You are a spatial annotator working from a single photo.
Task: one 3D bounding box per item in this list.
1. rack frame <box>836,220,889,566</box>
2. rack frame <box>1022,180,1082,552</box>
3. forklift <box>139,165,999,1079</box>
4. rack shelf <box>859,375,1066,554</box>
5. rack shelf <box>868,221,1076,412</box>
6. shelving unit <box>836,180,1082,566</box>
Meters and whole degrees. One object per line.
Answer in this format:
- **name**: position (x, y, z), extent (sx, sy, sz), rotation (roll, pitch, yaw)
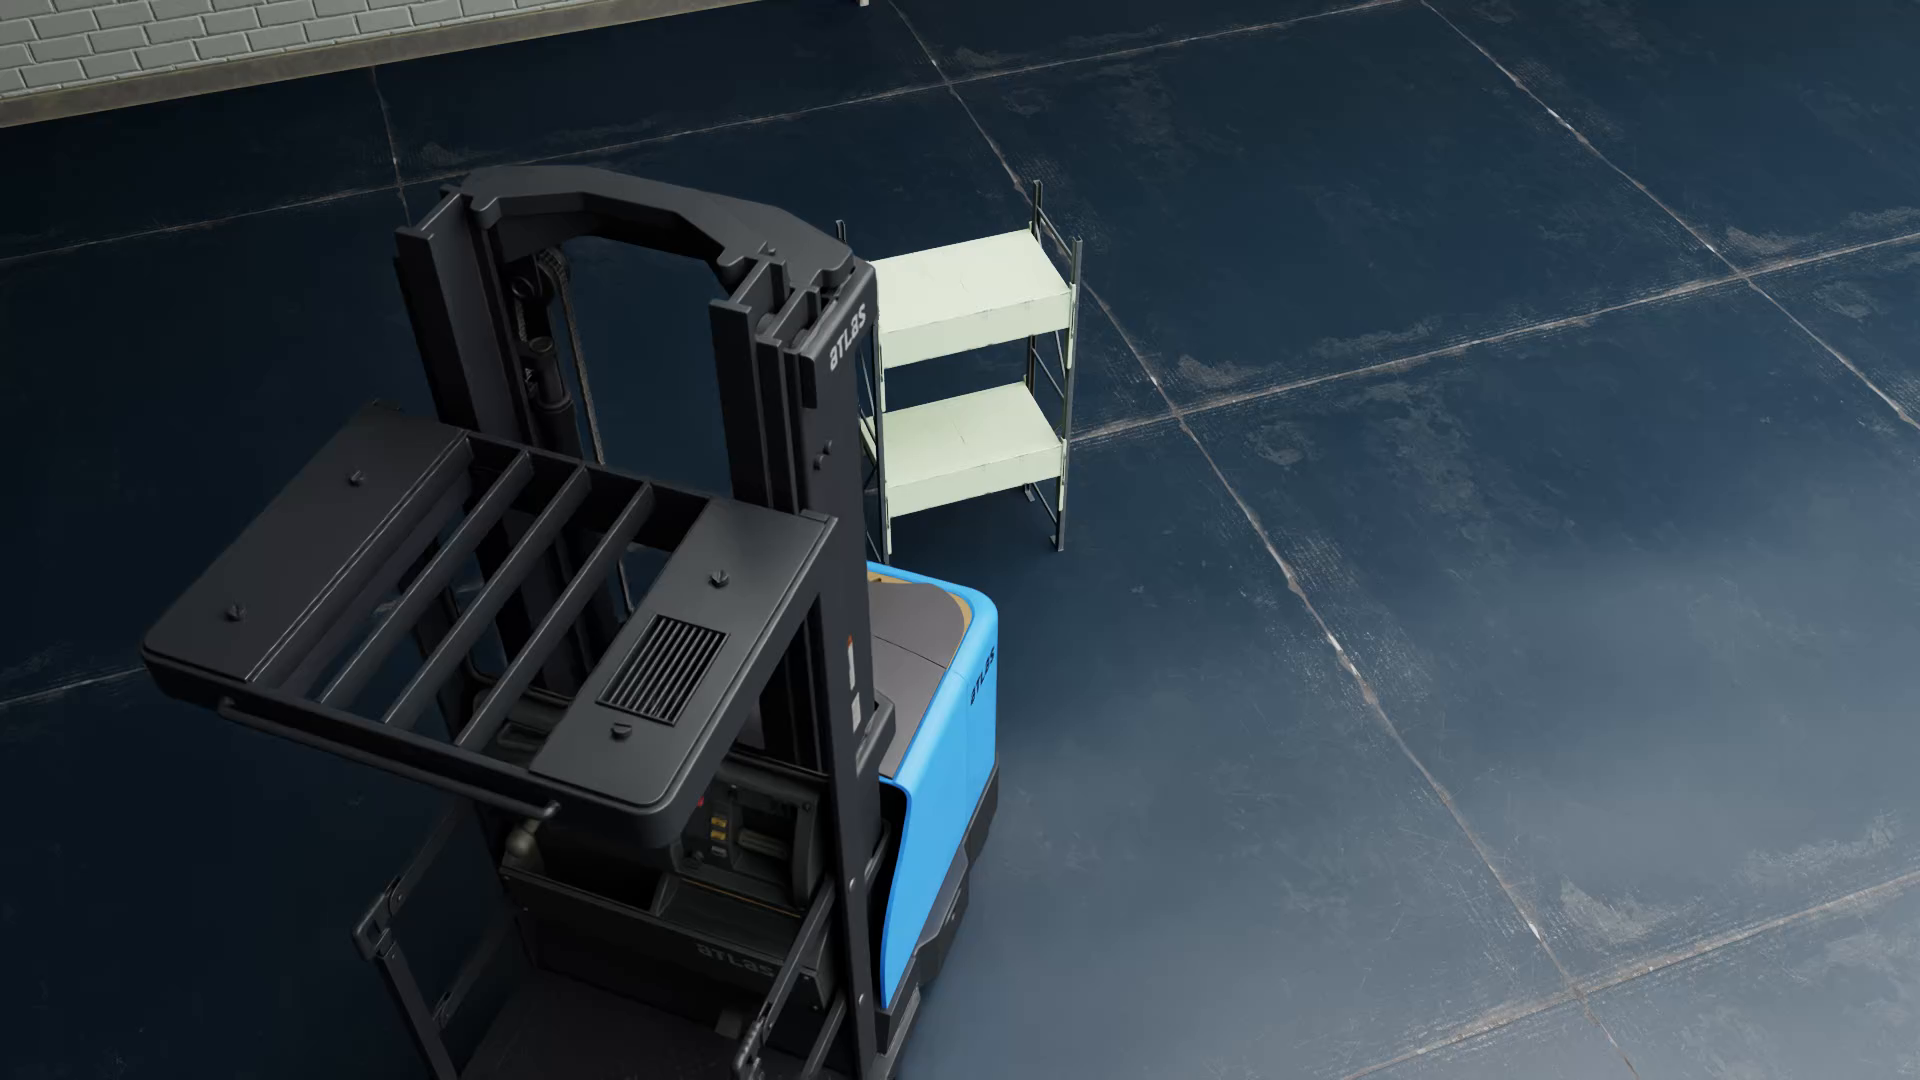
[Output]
- **rack frame**: position (-0.351, -0.440, 6.129), extent (0.023, 1.500, 0.400), rotation (-14, 47, -14)
- **rack frame**: position (0.338, -0.616, 6.305), extent (0.023, 1.500, 0.400), rotation (-14, 47, -14)
- **forklift**: position (-0.853, 0.753, 3.930), extent (1.130, 2.935, 3.031), rotation (15, 47, 14)
- **rack shelf**: position (-0.006, -0.298, 6.448), extent (0.720, 0.370, 0.431), rotation (-14, 47, -14)
- **rack shelf**: position (-0.006, -0.803, 5.941), extent (0.720, 0.370, 0.431), rotation (-14, 47, -14)
- **shelving unit**: position (-0.006, -0.528, 6.217), extent (0.755, 1.500, 0.431), rotation (-14, 47, -14)
